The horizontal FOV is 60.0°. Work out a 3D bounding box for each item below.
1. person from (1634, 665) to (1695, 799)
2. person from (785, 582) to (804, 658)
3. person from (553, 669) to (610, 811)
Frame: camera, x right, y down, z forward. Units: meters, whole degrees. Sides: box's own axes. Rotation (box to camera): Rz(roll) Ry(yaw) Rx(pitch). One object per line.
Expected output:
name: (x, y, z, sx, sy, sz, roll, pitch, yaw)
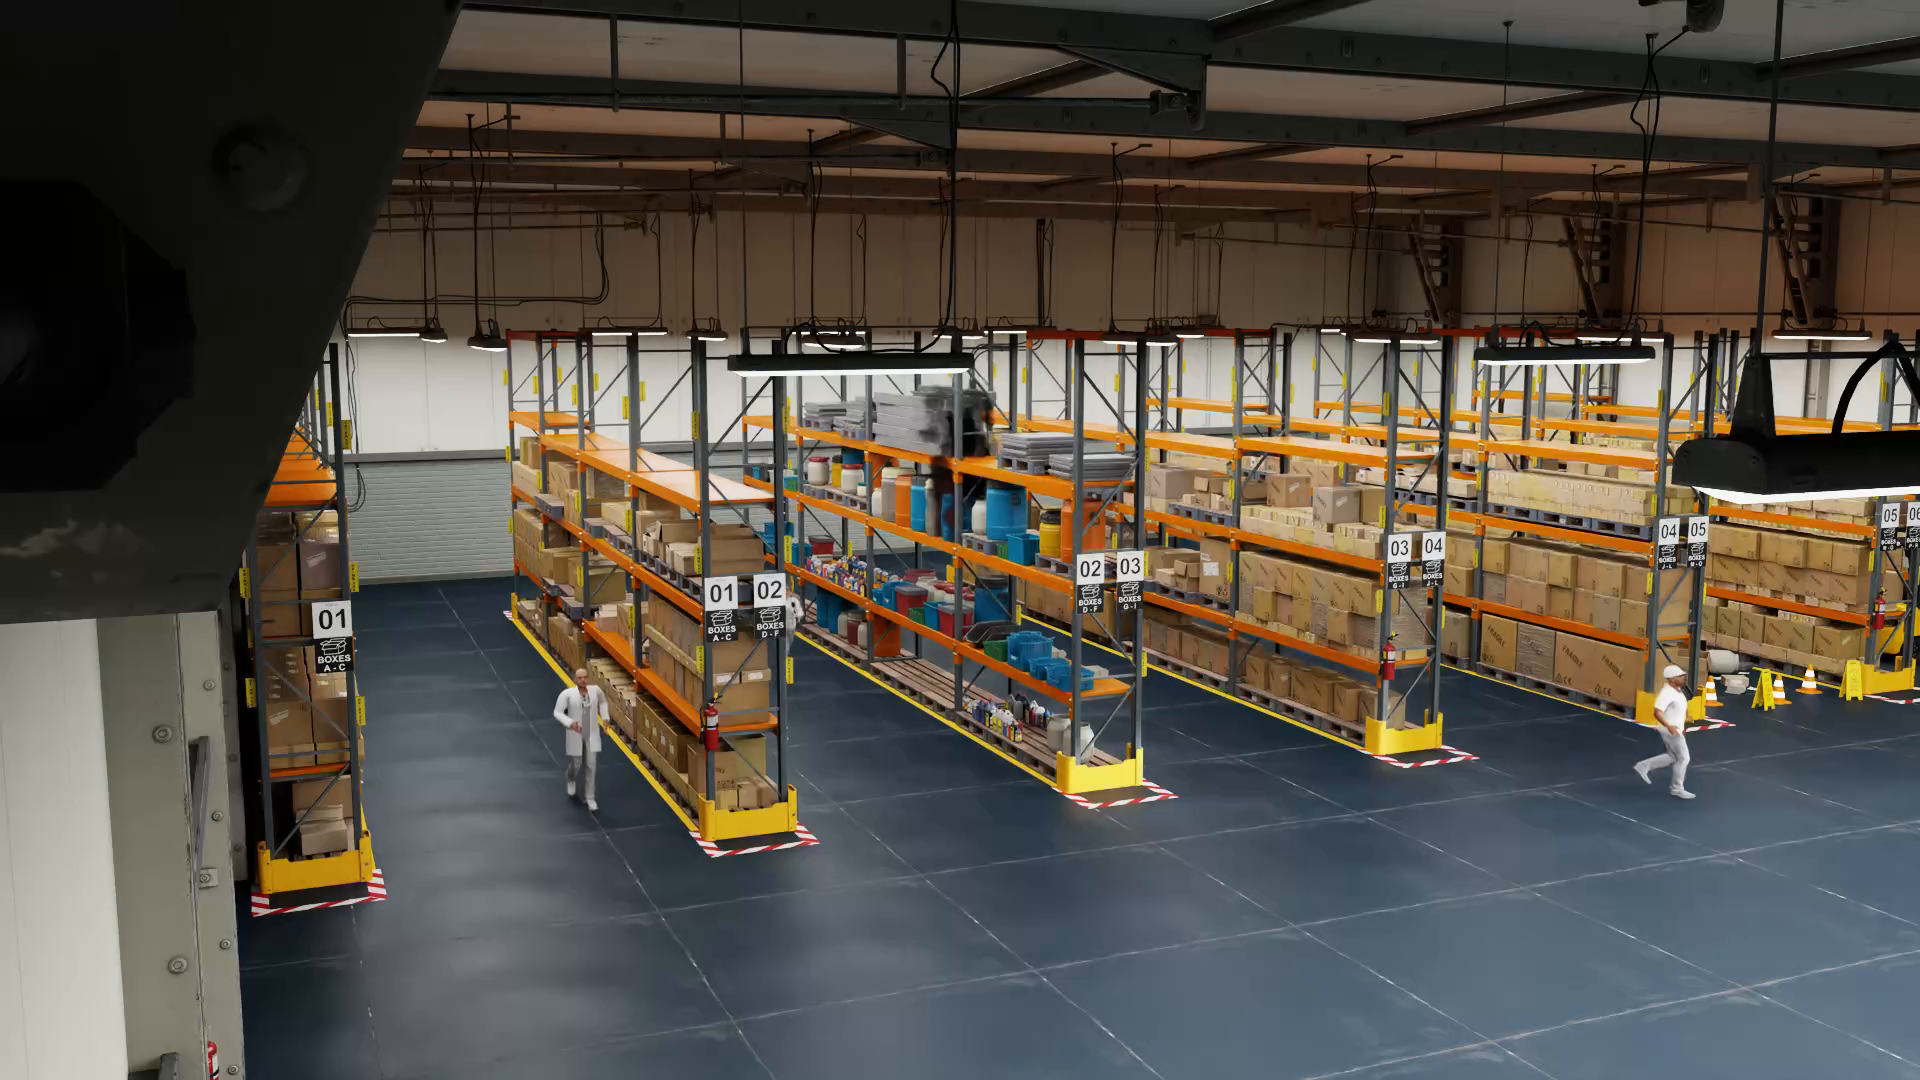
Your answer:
person: (9.322, 2.506, 21.915, 0.770, 1.757, 0.691, 3, 9, 24)
person: (-3.003, 1.582, 28.880, 0.584, 1.754, 0.760, -4, 9, -24)
person: (-4.893, 2.536, 21.551, 0.733, 1.789, 0.898, -4, 9, -26)
